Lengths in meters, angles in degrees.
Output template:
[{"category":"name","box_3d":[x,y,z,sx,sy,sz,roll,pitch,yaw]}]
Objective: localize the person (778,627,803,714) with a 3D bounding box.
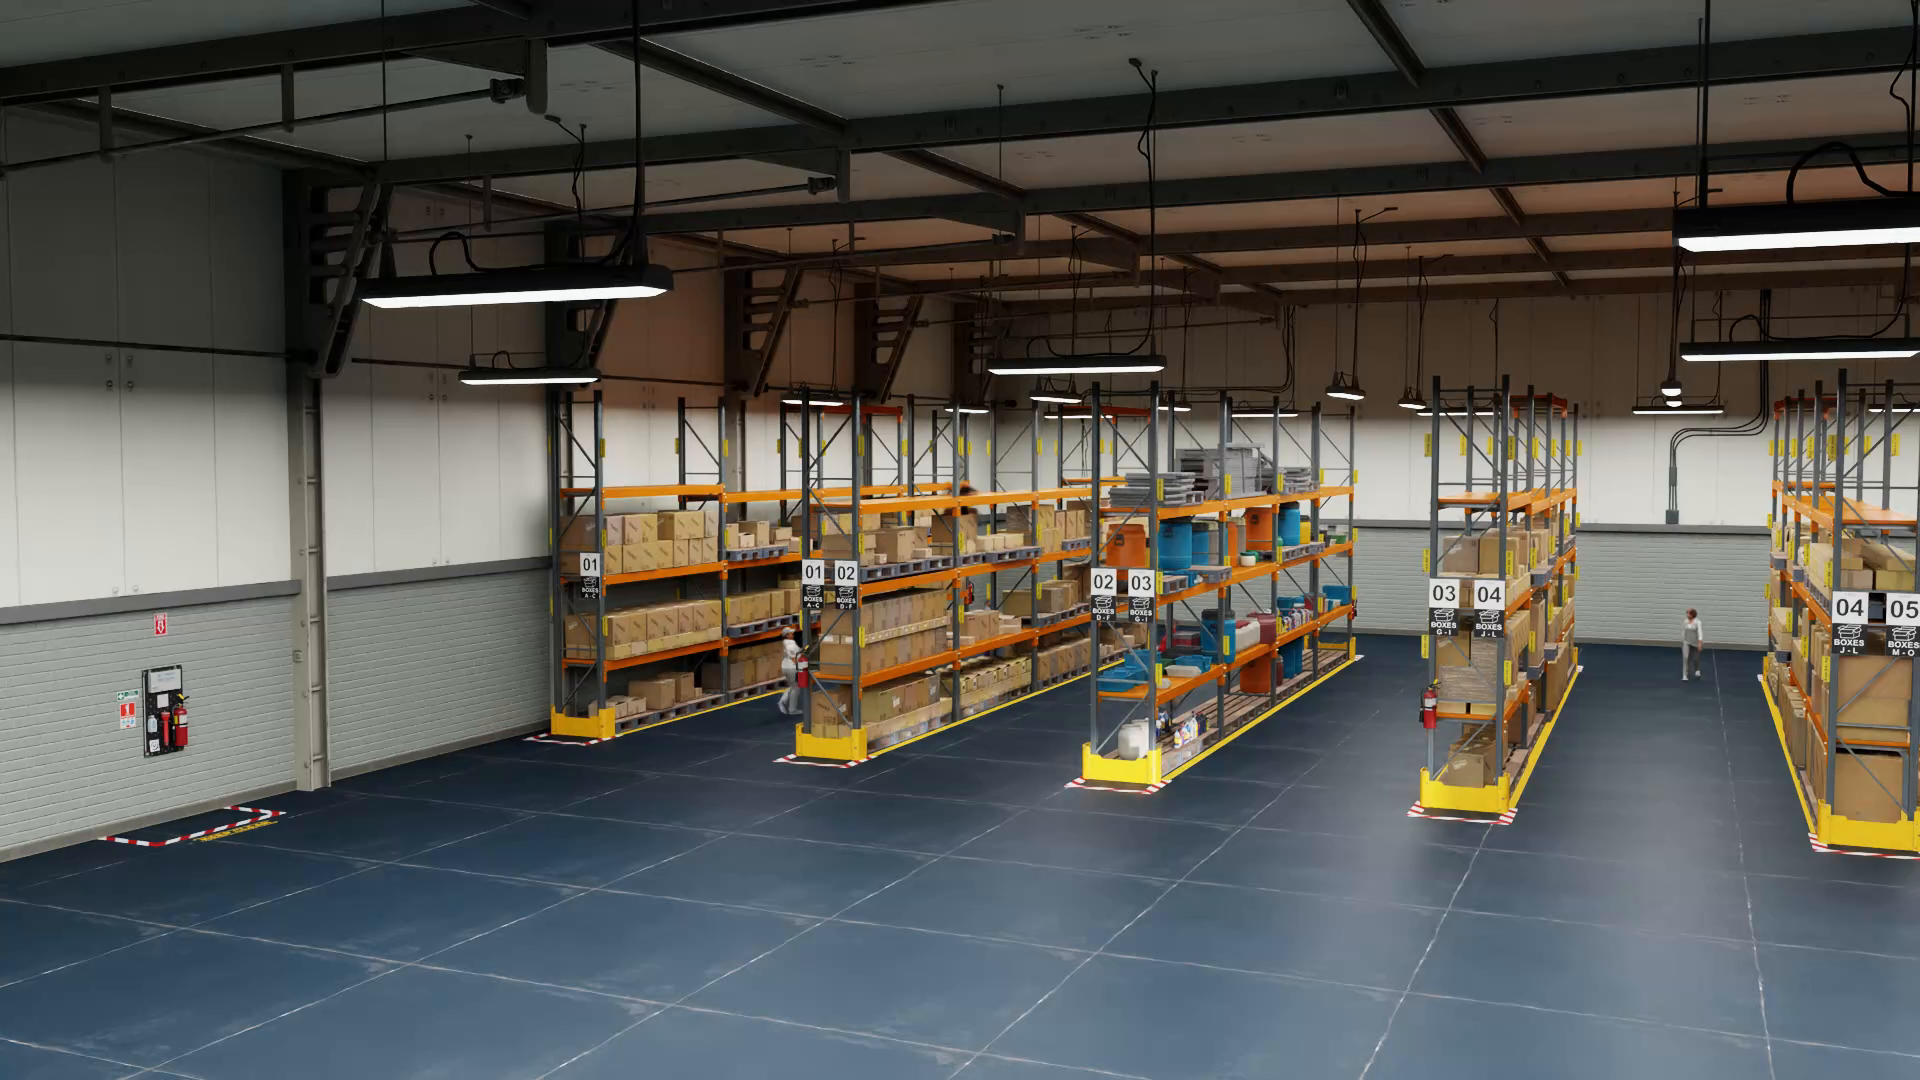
[{"category":"person","box_3d":[-3.140,2.446,31.135,0.463,1.646,0.502,-2,4,-34]}]

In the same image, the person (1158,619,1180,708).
[{"category":"person","box_3d":[3.997,2.369,32.155,0.529,1.706,0.556,1,3,17]}]

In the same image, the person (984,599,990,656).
[{"category":"person","box_3d":[0.717,2.120,37.372,0.503,1.667,0.503,2,4,36]}]

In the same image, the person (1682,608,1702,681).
[{"category":"person","box_3d":[15.804,2.236,35.885,0.407,1.551,0.820,2,4,26]}]
